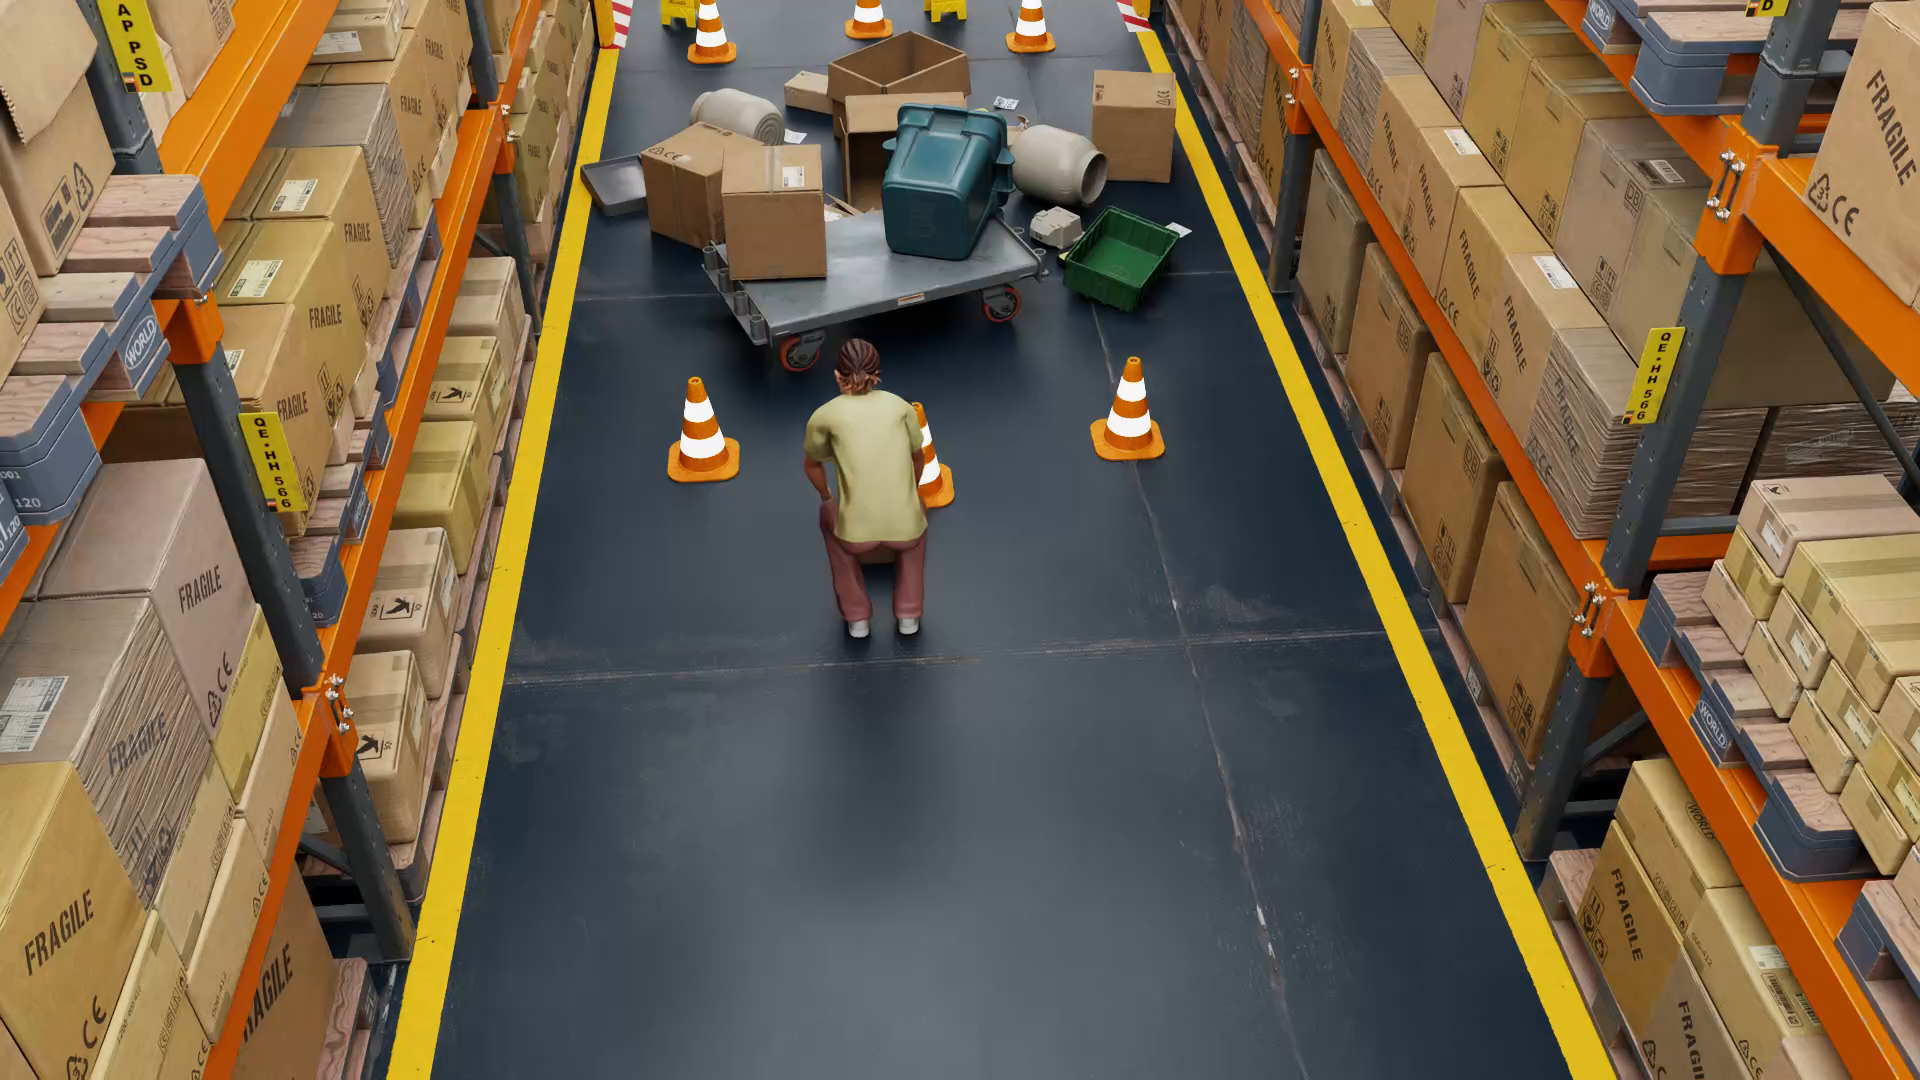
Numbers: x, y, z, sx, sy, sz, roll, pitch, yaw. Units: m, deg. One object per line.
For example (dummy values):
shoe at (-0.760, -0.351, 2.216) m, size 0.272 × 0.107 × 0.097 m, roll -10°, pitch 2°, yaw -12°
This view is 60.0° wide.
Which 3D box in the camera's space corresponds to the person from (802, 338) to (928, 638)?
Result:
person at (-0.380, -0.176, 6.782) m, size 0.505 × 1.159 × 0.740 m, roll -3°, pitch 39°, yaw -4°
